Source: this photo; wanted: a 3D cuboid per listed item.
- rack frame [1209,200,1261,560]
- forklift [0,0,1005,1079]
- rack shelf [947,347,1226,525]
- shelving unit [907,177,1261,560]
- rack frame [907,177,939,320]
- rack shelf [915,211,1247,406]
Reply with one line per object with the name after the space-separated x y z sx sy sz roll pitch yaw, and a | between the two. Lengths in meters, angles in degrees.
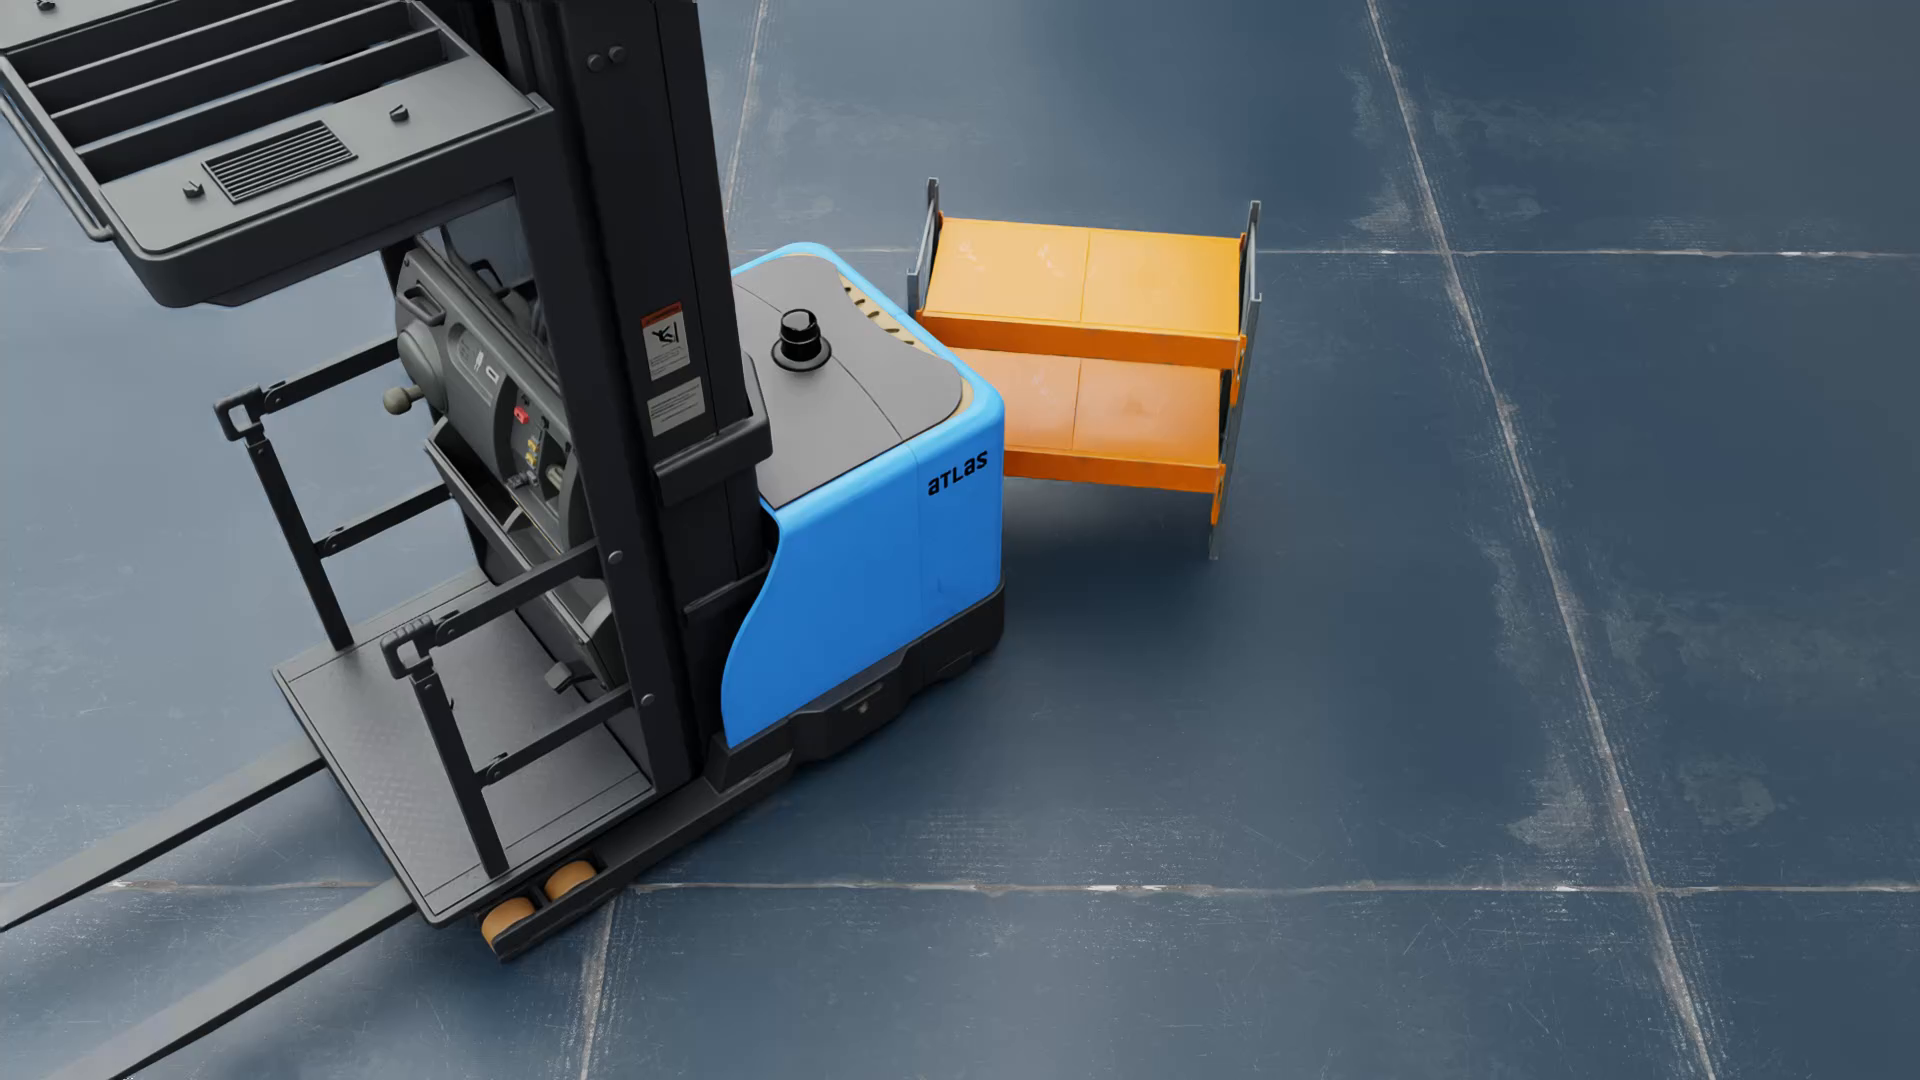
0.896 -0.497 5.444 0.032 1.125 0.500 5 47 5 | rack frame
-1.331 -0.278 4.006 3.031 2.935 1.130 -30 54 -25 | forklift
0.391 -0.375 5.665 1.000 0.278 0.538 5 47 5 | rack shelf
0.391 -0.542 5.486 1.048 1.125 0.538 5 47 5 | shelving unit
-0.113 -0.587 5.528 0.032 1.125 0.500 5 47 5 | rack frame
0.391 -0.741 5.272 1.000 0.278 0.538 5 47 5 | rack shelf
